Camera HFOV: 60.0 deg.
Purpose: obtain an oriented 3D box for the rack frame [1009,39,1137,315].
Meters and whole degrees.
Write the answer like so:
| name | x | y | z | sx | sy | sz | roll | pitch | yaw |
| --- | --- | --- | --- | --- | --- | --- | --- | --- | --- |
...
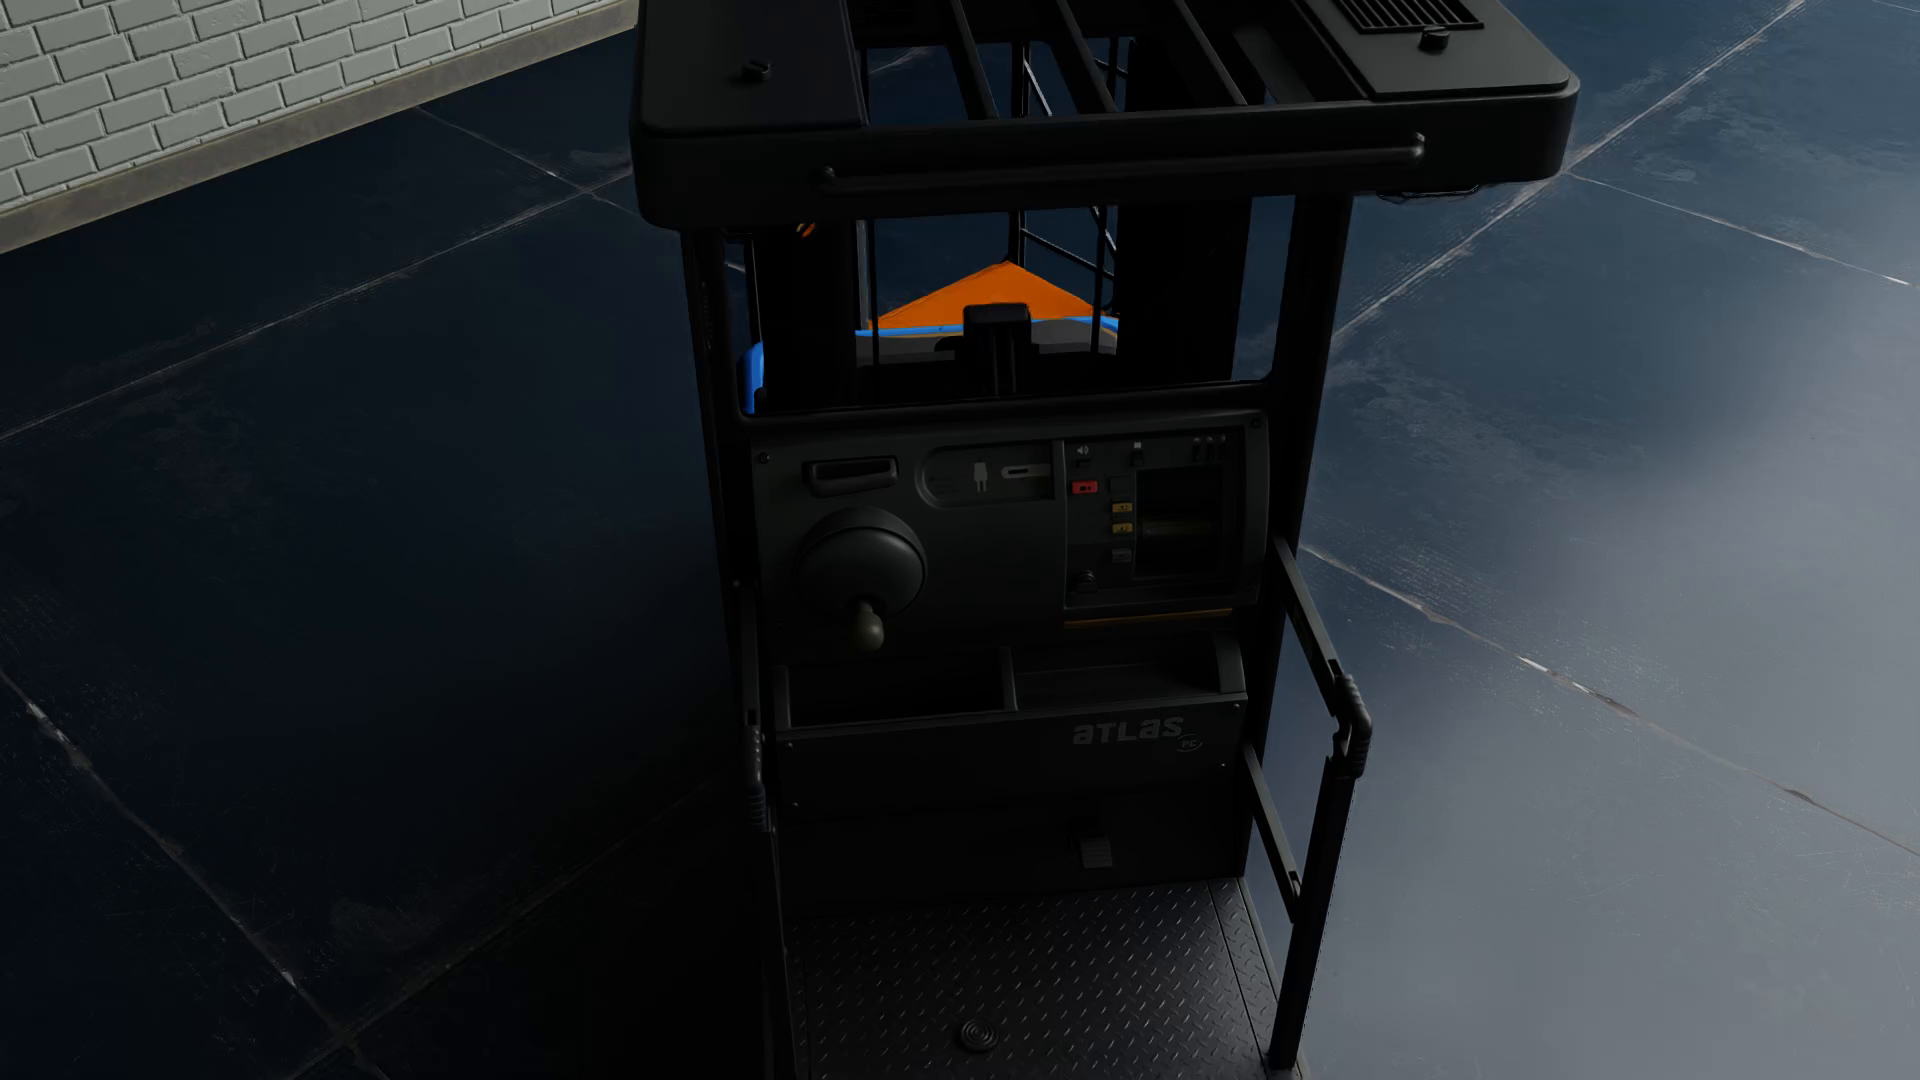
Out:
| name | x | y | z | sx | sy | sz | roll | pitch | yaw |
| --- | --- | --- | --- | --- | --- | --- | --- | --- | --- |
| rack frame | 0.336 | -0.882 | 5.154 | 0.032 | 1.500 | 0.500 | -30 | 47 | -32 |

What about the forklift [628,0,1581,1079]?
| name | x | y | z | sx | sy | sz | roll | pitch | yaw |
| --- | --- | --- | --- | --- | --- | --- | --- | --- | --- |
| forklift | 0.126 | 0.052 | 2.829 | 1.130 | 2.935 | 3.031 | -4 | 39 | -5 |

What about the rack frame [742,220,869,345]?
| name | x | y | z | sx | sy | sz | roll | pitch | yaw |
| --- | --- | --- | --- | --- | --- | --- | --- | --- | --- |
| rack frame | -0.415 | -0.456 | 4.618 | 0.032 | 1.500 | 0.500 | -30 | 47 | -32 |

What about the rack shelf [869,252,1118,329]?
| name | x | y | z | sx | sy | sz | roll | pitch | yaw |
| --- | --- | --- | --- | --- | --- | --- | --- | --- | --- |
| rack shelf | -0.039 | -0.528 | 4.998 | 1.000 | 0.185 | 0.538 | -30 | 47 | -32 |

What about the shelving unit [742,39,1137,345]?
| name | x | y | z | sx | sy | sz | roll | pitch | yaw |
| --- | --- | --- | --- | --- | --- | --- | --- | --- | --- |
| shelving unit | -0.033 | -0.673 | 4.891 | 1.083 | 1.500 | 0.587 | -30 | 47 | -32 |
